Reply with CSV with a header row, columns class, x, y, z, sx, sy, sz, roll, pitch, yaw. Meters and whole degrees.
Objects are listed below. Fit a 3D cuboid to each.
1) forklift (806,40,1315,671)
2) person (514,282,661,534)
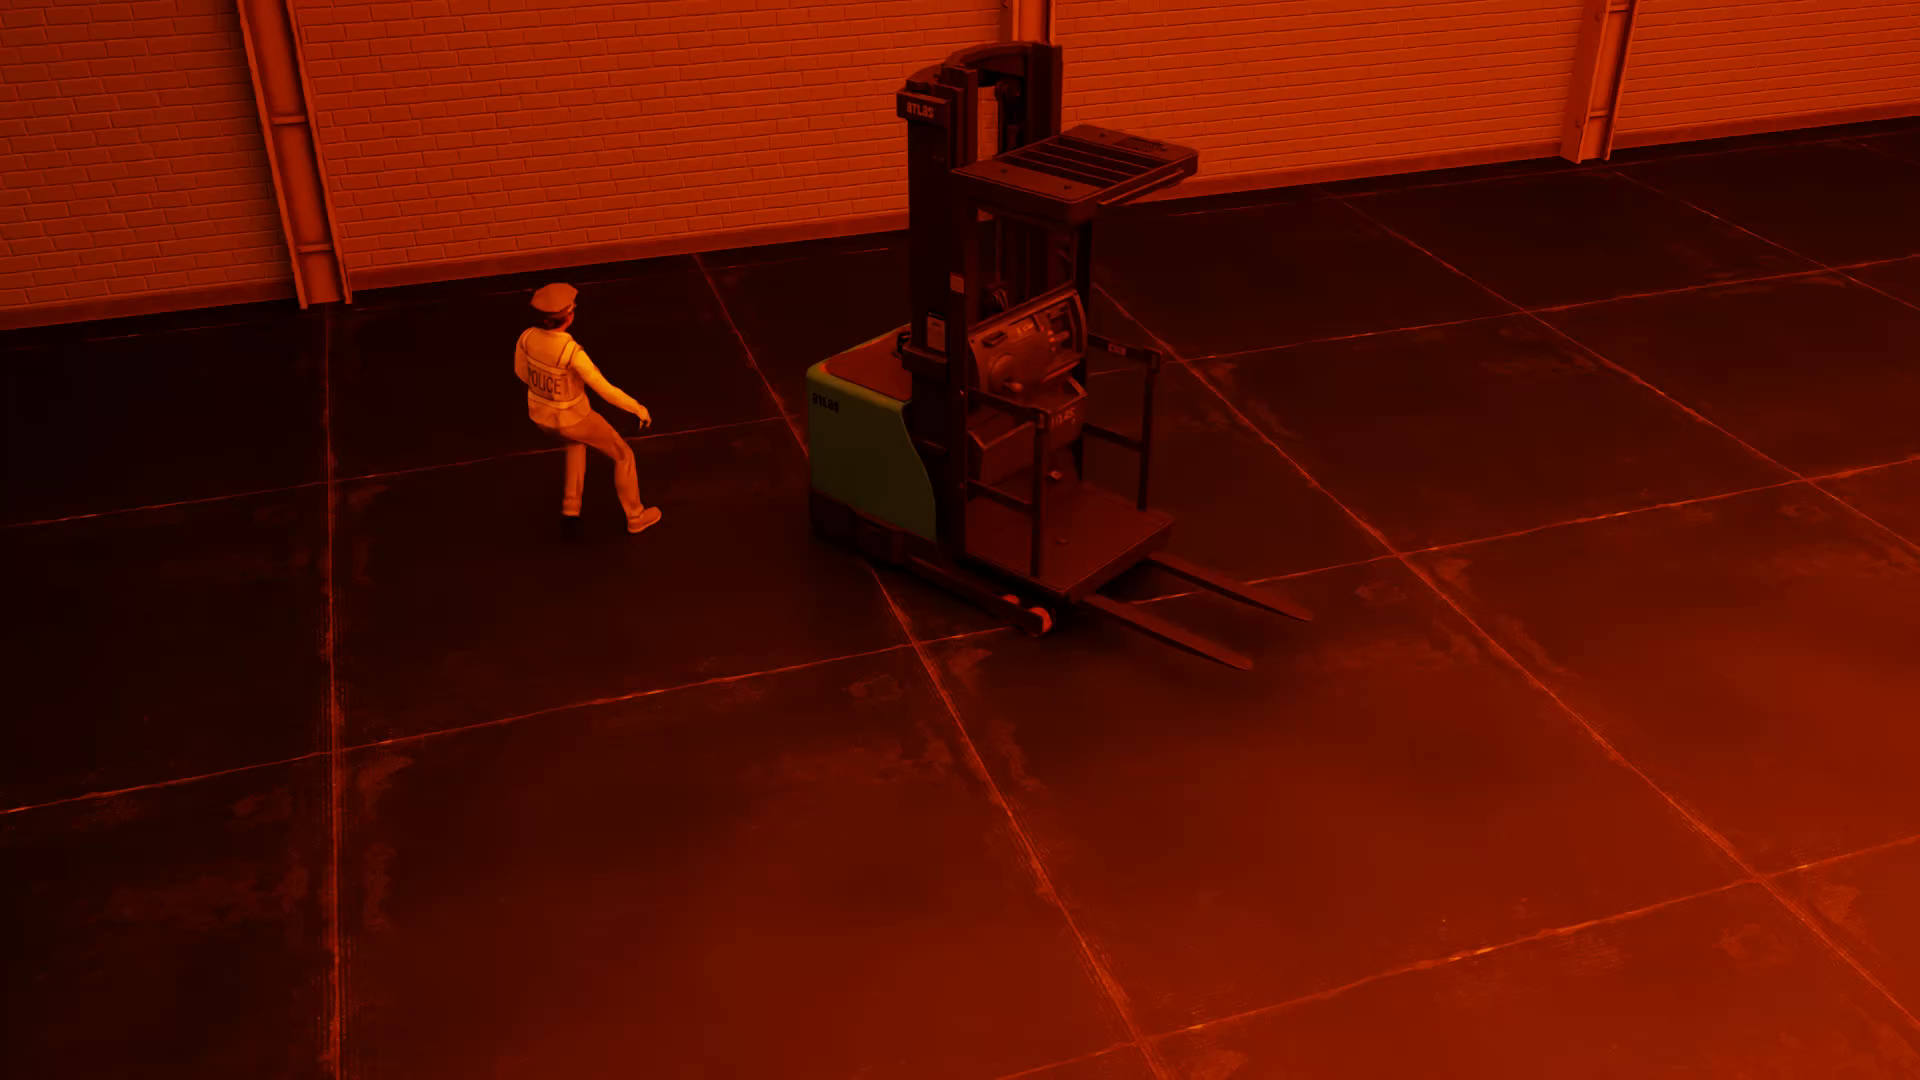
class,x,y,z,sx,sy,sz,roll,pitch,yaw
forklift,0.534,-1.037,8.889,3.031,2.935,1.130,23,37,35
person,-2.209,-0.784,9.794,0.717,1.582,0.548,15,33,24
